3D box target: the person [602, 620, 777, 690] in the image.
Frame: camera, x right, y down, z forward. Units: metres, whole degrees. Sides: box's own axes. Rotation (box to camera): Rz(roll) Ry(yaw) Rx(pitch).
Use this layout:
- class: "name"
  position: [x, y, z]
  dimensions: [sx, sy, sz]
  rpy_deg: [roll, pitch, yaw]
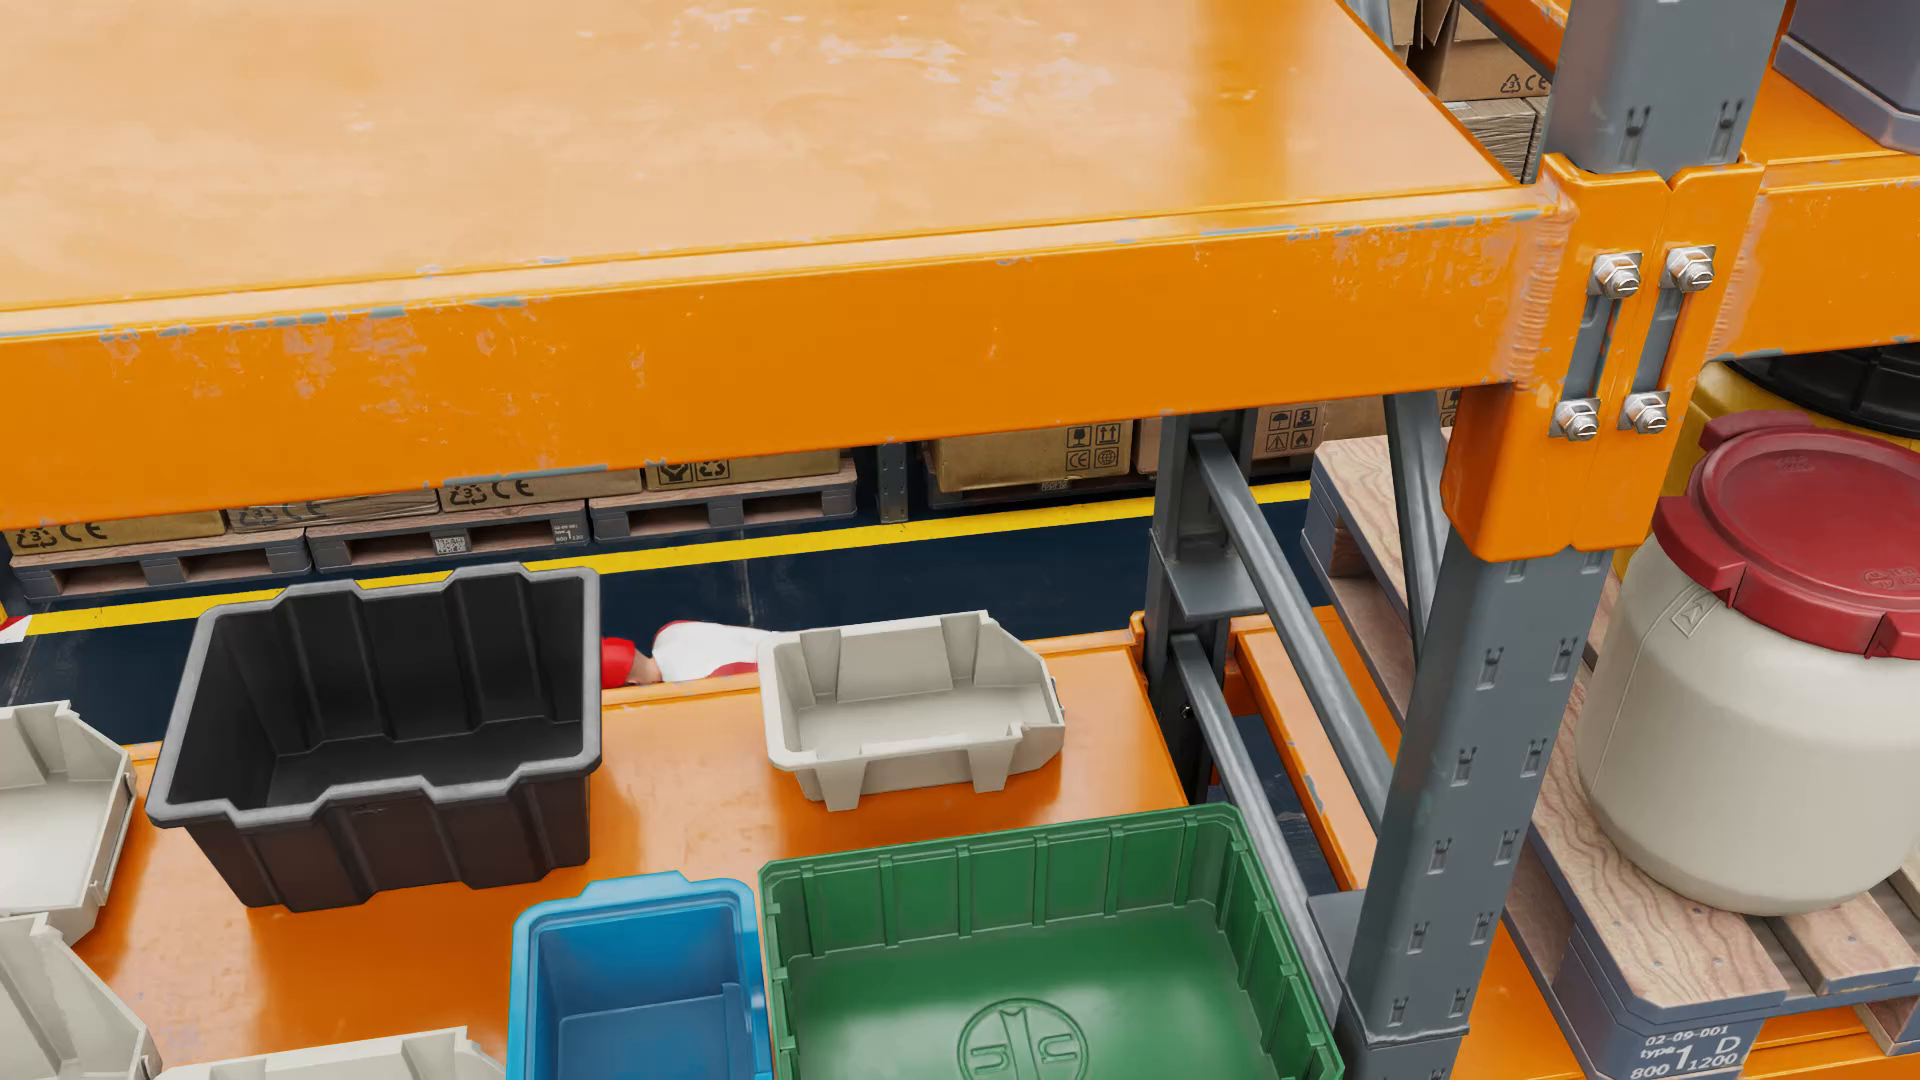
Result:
- class: "person"
  position: [-0.896, 0.637, 6.122]
  dimensions: [0.896, 0.877, 0.557]
  rpy_deg: [-6, 39, -8]
